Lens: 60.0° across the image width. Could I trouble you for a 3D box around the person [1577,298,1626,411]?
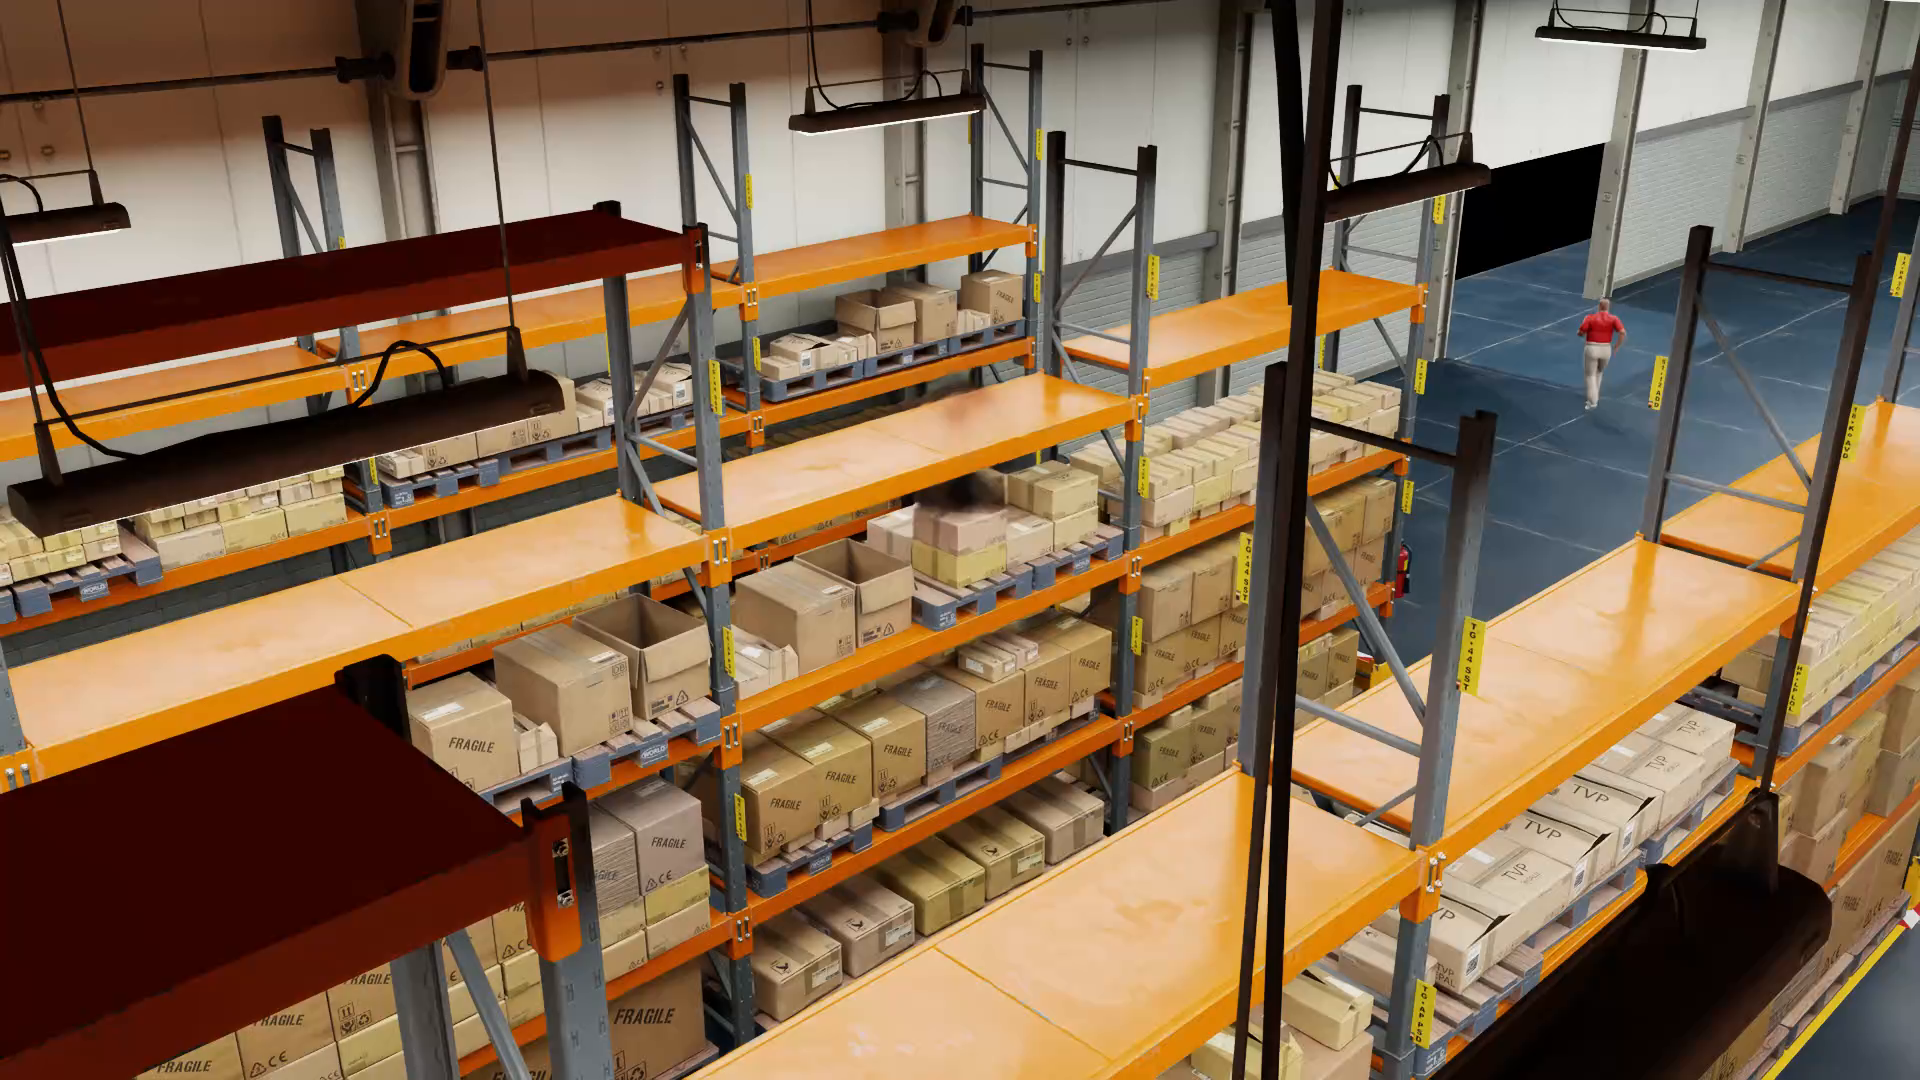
[{"bbox_3d":[9.733,-2.815,25.428,0.650,1.773,0.851,1,22,3],"label":"person"}]
